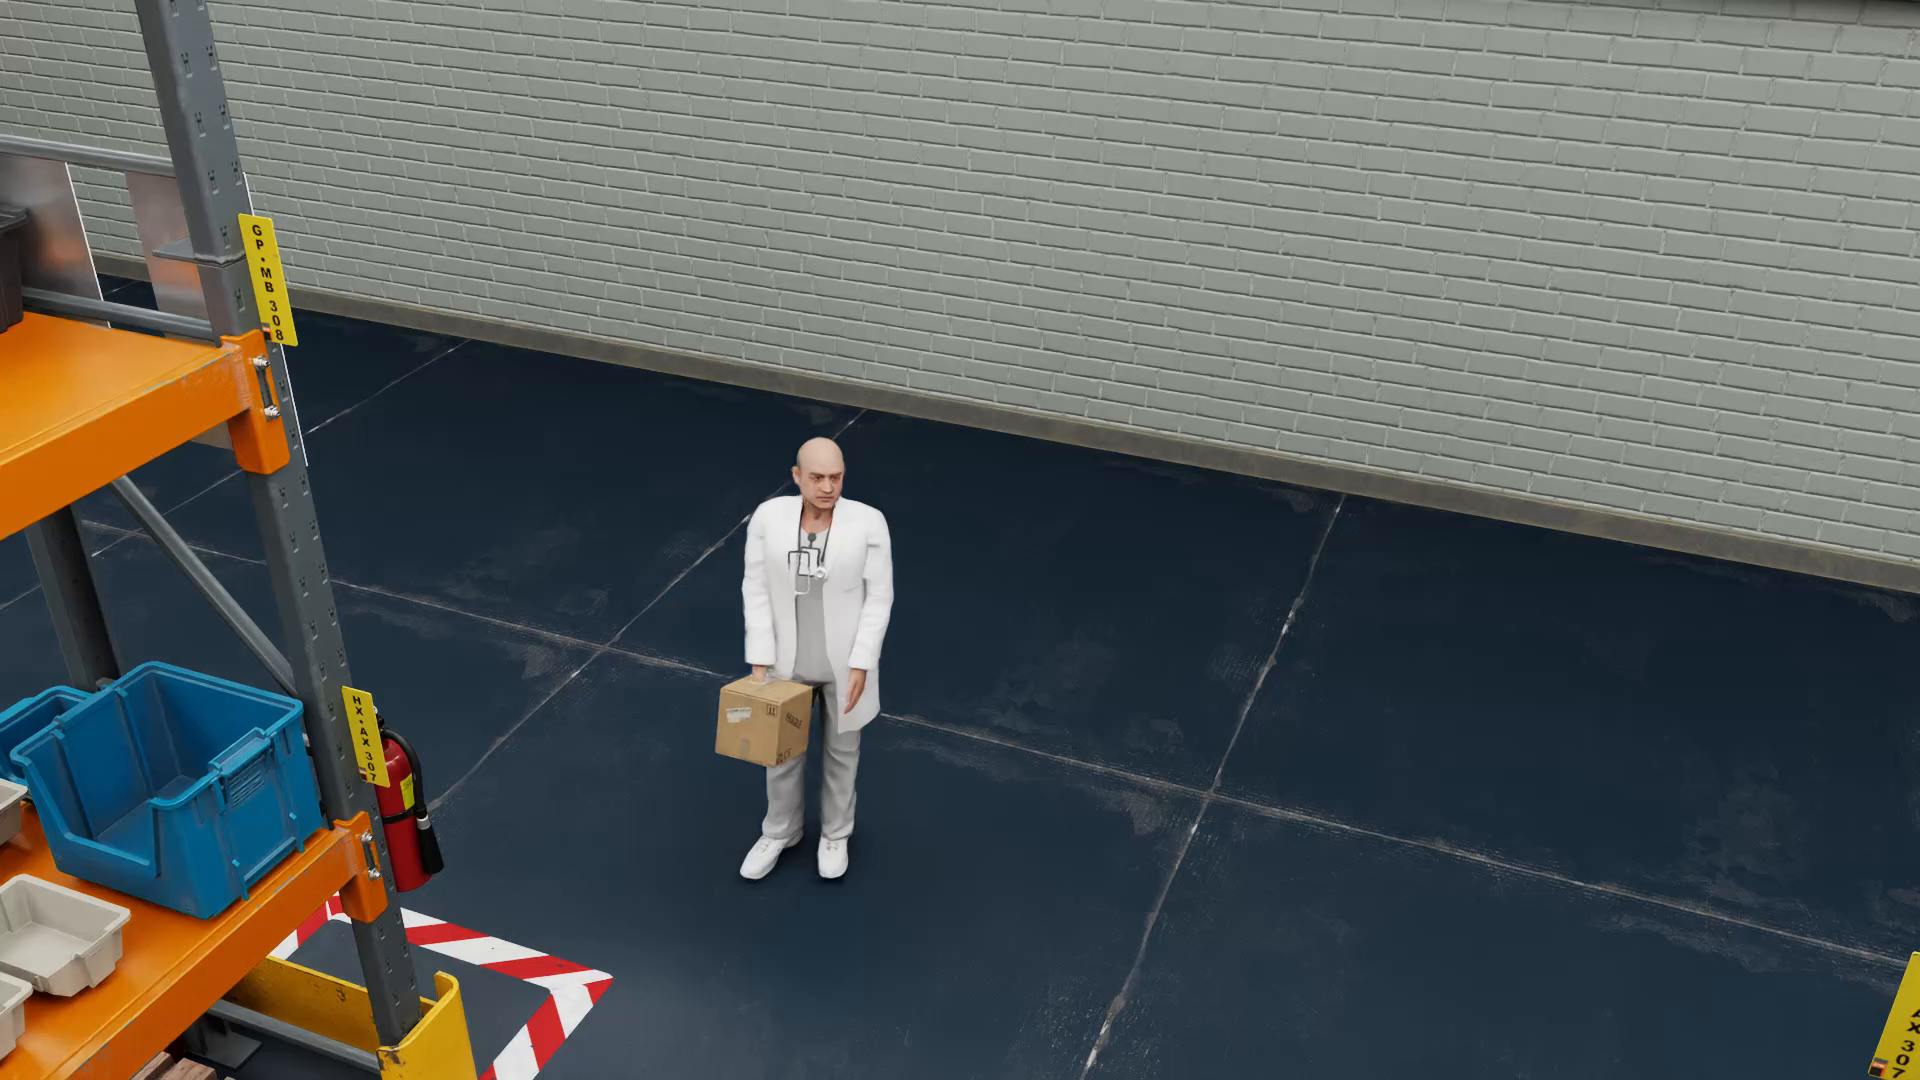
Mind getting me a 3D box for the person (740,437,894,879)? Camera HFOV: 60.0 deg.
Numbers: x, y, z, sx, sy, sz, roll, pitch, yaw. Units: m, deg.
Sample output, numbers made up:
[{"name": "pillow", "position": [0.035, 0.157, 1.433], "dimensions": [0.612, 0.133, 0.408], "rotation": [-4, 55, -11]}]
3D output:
[{"name": "person", "position": [-0.553, 0.482, 6.264], "dimensions": [0.606, 1.784, 0.469], "rotation": [2, 29, 4]}]
